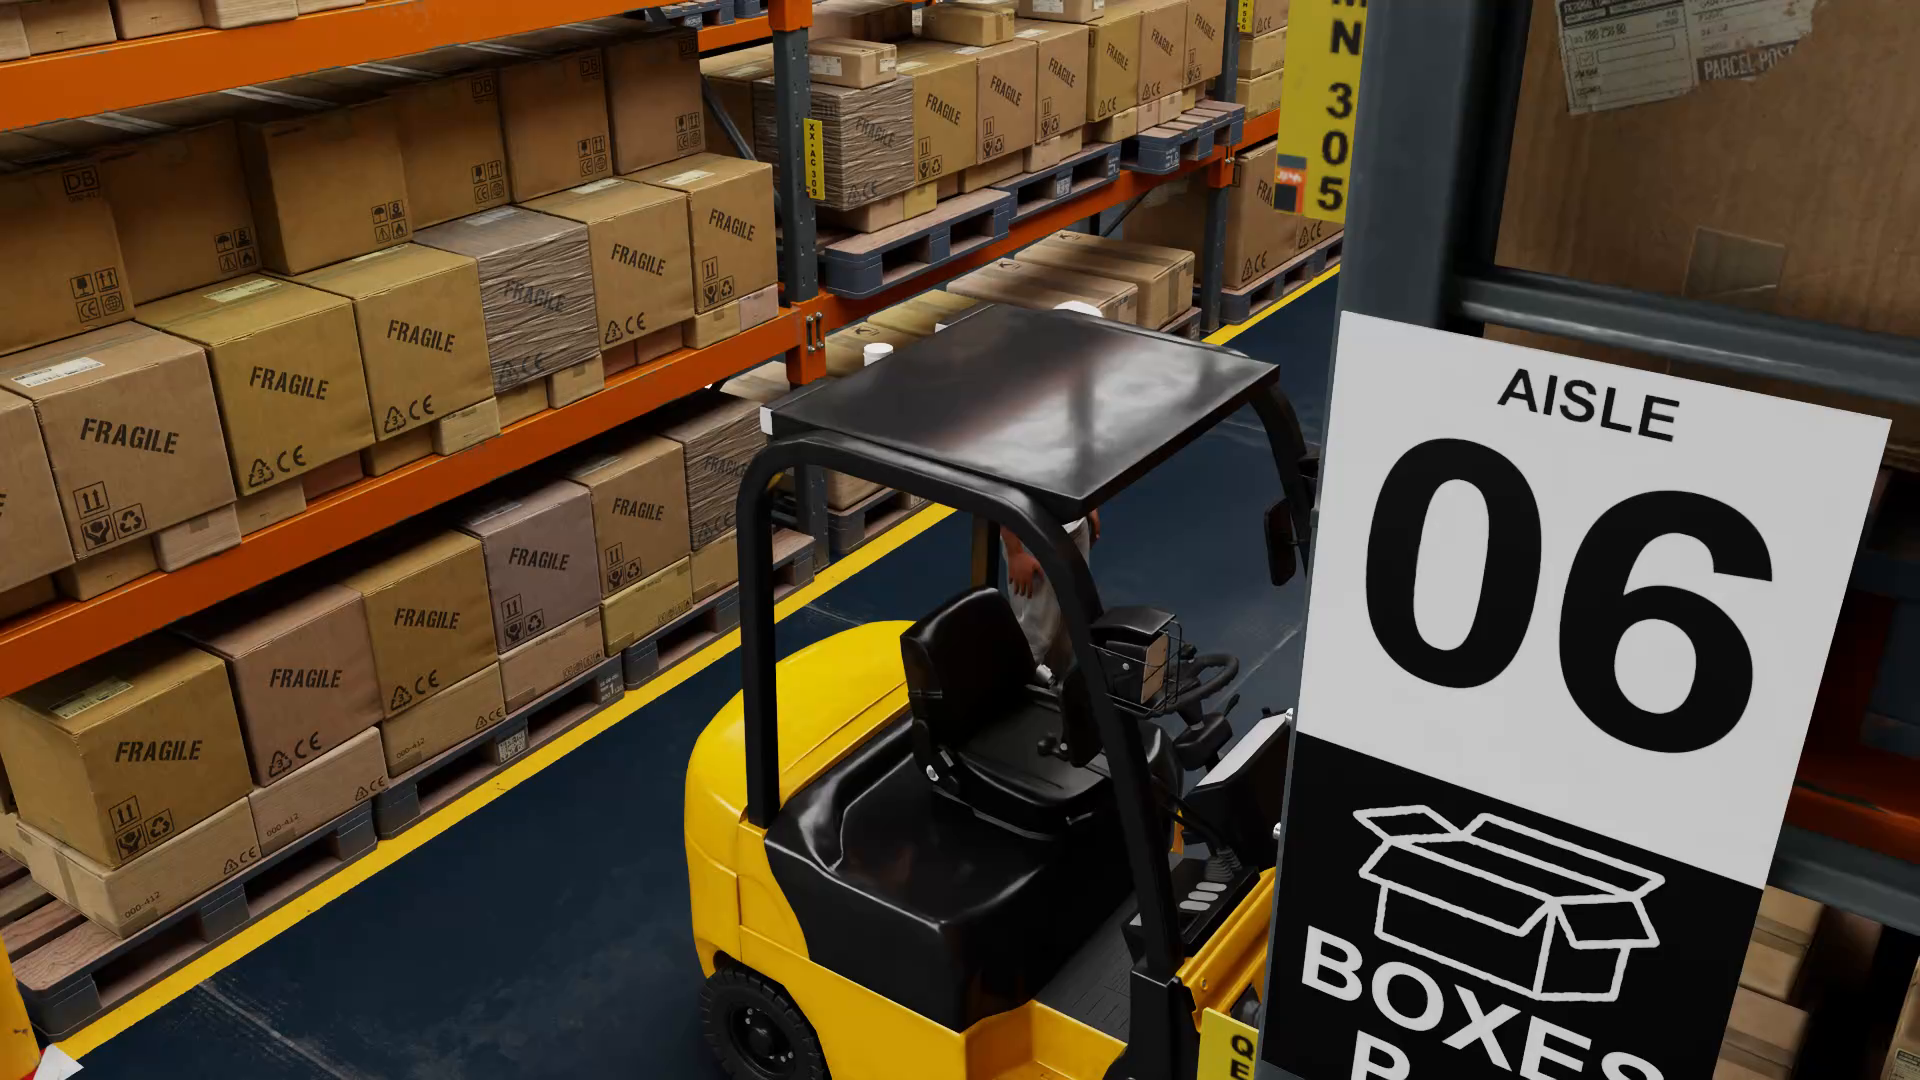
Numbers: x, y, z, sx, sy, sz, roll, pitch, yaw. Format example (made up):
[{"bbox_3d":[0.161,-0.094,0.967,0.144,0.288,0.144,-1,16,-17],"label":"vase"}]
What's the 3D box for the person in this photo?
[{"bbox_3d":[0.343,-0.043,6.182,0.459,1.760,0.630,16,31,28],"label":"person"}]
